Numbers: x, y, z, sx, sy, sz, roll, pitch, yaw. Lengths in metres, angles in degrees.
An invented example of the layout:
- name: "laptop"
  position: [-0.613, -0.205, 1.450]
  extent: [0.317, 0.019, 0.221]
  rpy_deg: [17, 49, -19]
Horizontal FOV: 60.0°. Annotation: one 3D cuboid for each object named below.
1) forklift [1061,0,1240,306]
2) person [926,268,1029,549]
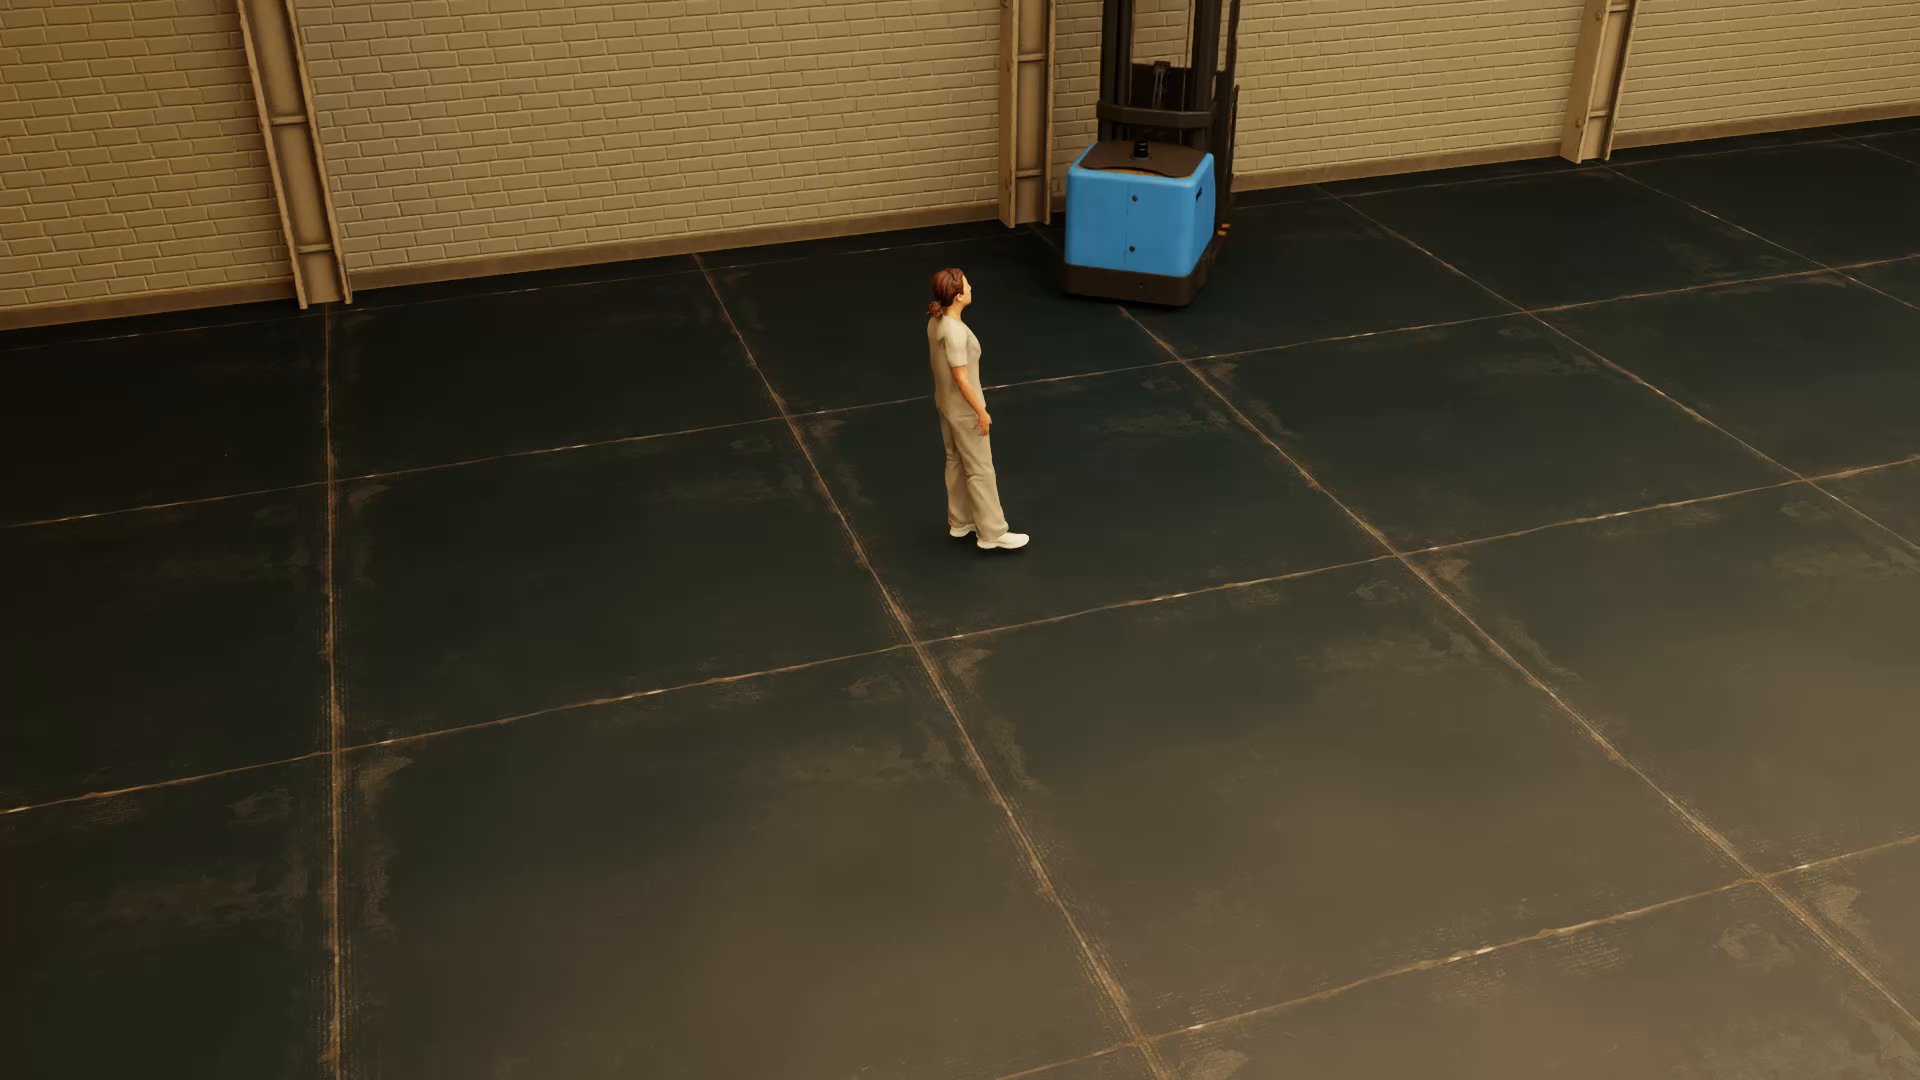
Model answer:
- name: "forklift"
  position: [1.757, -3.833, 13.748]
  extent: [1.130, 2.935, 3.031]
  rpy_deg: [9, 31, 16]
- name: "person"
  position: [0.074, -0.773, 9.593]
  extent: [0.547, 1.673, 0.549]
  rpy_deg: [-10, 31, -16]
